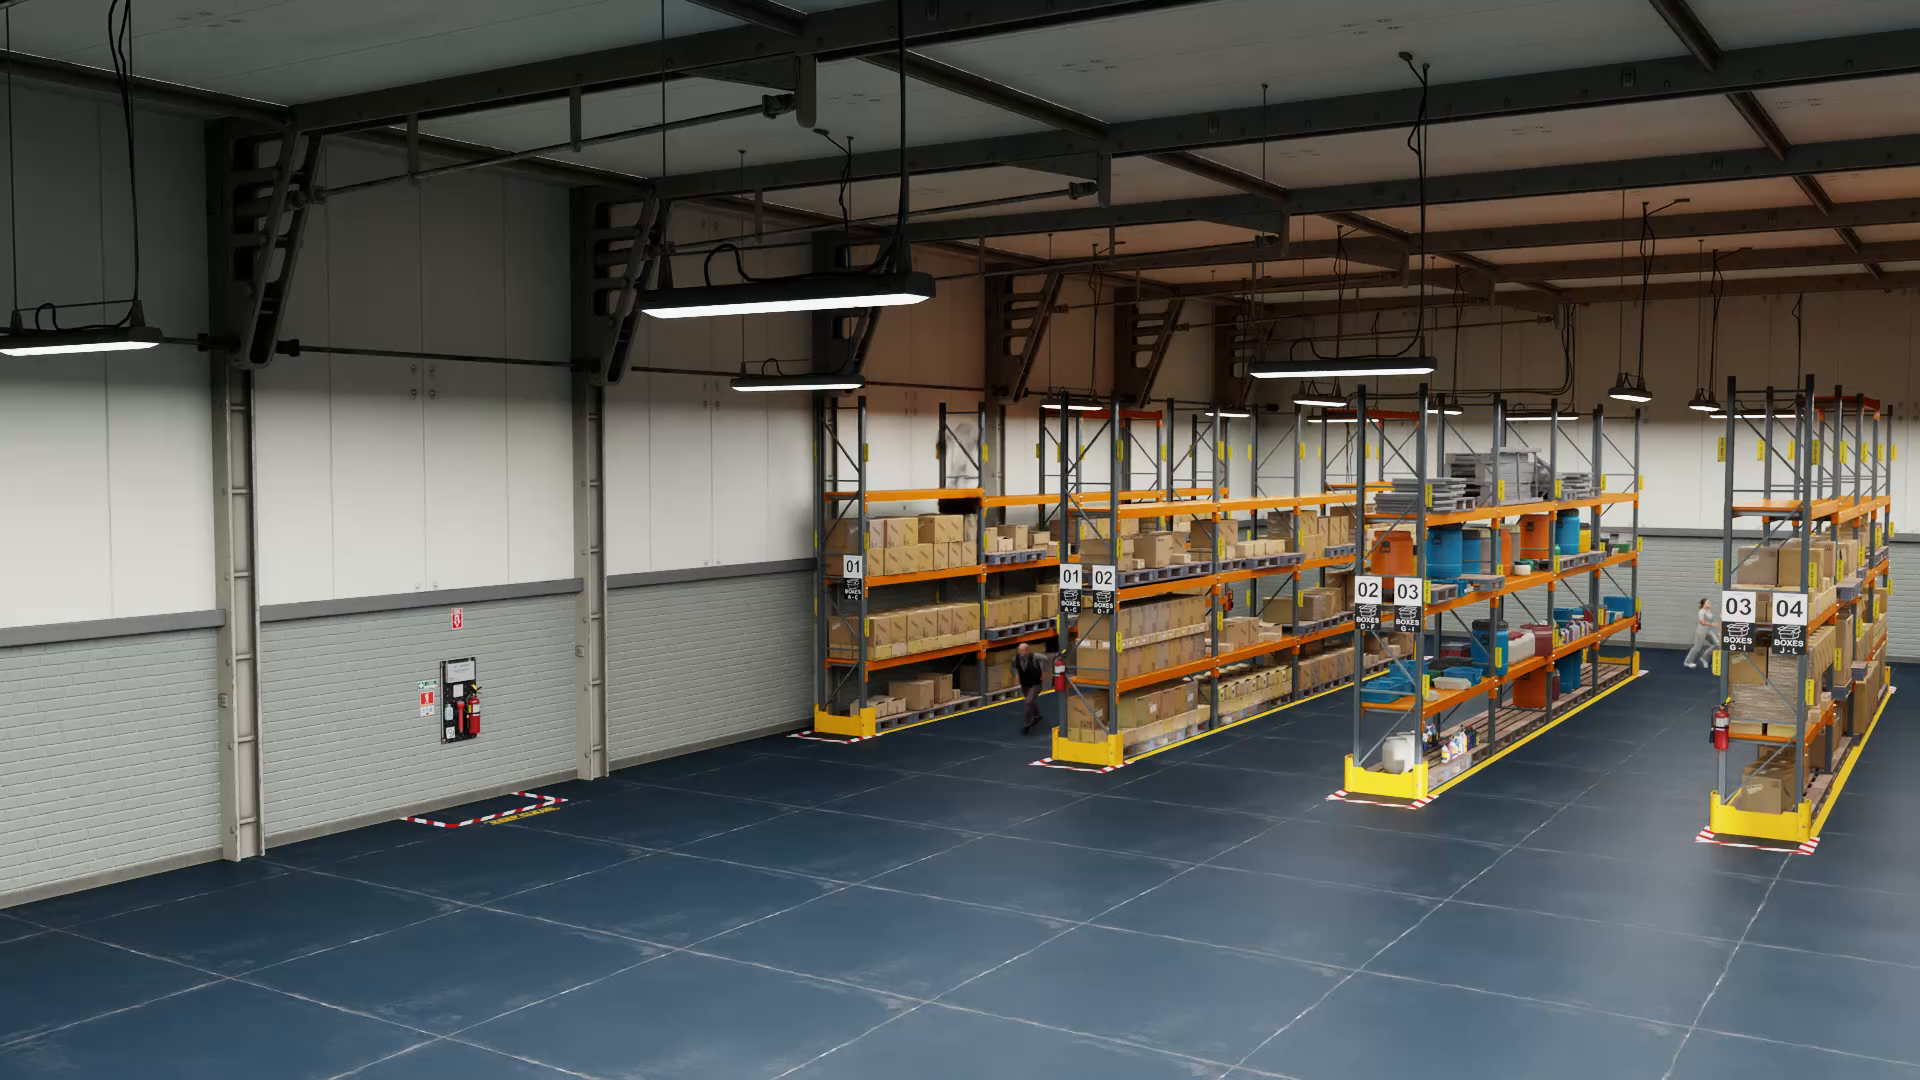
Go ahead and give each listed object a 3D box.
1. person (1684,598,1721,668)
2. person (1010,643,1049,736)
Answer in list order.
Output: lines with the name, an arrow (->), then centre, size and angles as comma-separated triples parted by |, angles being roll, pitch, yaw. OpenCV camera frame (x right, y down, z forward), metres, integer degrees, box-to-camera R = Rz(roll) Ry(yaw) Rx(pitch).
person -> 17.181, 2.148, 38.378 | 0.578, 1.628, 0.822 | -2, 4, -37
person -> 1.288, 2.647, 29.794 | 0.701, 1.681, 0.992 | 1, 3, 23
